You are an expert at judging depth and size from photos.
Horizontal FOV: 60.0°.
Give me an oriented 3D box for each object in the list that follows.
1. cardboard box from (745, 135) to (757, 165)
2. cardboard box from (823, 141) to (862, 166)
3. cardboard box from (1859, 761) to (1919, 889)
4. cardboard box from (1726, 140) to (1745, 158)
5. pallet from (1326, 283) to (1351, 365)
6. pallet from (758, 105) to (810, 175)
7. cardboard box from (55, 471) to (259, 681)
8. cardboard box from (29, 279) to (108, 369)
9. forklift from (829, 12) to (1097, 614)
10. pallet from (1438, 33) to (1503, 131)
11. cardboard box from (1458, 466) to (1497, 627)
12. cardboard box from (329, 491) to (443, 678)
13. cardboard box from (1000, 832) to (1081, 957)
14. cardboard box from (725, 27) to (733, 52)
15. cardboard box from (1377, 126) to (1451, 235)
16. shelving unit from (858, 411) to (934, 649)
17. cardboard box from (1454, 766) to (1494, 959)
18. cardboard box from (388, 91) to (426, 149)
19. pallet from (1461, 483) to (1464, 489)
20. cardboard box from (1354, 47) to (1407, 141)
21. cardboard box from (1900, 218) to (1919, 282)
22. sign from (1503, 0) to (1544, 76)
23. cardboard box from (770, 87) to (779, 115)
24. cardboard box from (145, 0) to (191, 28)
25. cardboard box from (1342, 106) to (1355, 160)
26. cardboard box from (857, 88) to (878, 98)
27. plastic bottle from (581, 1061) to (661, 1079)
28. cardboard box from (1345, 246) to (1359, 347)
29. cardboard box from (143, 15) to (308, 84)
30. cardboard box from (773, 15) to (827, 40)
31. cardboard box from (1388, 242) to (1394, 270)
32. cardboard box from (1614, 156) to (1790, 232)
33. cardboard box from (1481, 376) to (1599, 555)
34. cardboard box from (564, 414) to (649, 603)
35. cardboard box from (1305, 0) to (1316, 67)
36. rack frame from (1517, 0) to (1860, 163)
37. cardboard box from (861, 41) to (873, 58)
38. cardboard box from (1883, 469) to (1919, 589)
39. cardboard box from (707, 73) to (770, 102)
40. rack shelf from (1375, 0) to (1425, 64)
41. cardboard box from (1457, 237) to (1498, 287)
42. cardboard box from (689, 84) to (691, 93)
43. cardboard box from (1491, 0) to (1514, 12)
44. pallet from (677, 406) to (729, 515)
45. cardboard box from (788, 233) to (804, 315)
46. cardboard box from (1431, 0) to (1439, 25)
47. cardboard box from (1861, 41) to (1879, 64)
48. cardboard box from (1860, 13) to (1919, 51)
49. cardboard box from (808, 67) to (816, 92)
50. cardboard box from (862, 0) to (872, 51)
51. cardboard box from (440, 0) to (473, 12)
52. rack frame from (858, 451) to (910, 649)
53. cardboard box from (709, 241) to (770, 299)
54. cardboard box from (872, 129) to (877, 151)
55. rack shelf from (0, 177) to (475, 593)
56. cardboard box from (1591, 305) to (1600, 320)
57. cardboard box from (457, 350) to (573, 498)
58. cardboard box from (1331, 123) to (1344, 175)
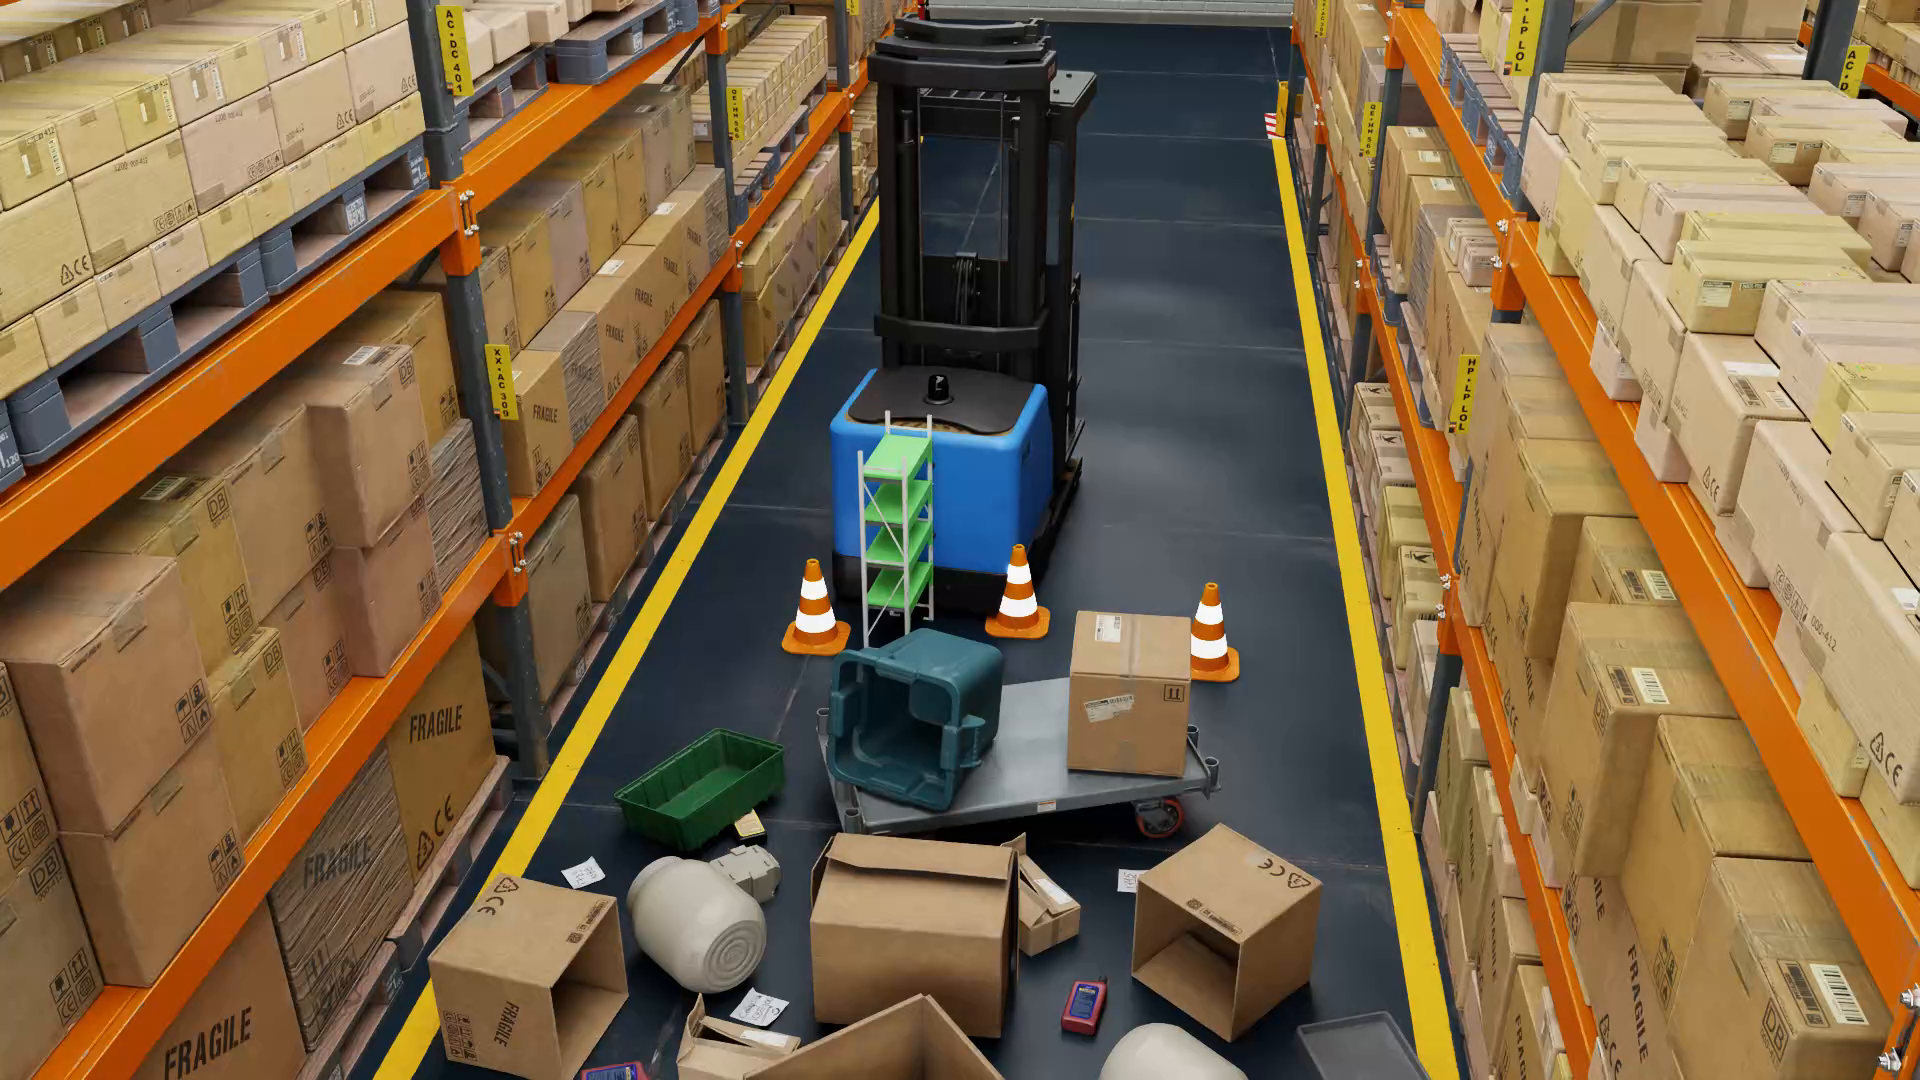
[{"bbox_3d":[-1.610,-2.668,11.361,0.380,0.149,0.250,5,29,9],"label":"cardboard box"},{"bbox_3d":[-1.100,-3.492,15.005,0.380,0.149,0.250,5,29,9],"label":"cardboard box"},{"bbox_3d":[1.780,0.471,2.816,0.380,0.149,0.250,3,29,6],"label":"cardboard box"},{"bbox_3d":[2.717,-1.179,5.458,0.500,0.250,0.500,3,28,6],"label":"cardboard box"},{"bbox_3d":[3.318,-1.613,12.521,1.003,0.211,1.213,3,28,6],"label":"pallet"},{"bbox_3d":[-1.729,-2.991,12.341,1.003,0.211,1.213,3,28,6],"label":"pallet"},{"bbox_3d":[-2.712,0.134,5.042,0.875,0.550,0.500,3,28,6],"label":"cardboard box"},{"bbox_3d":[-2.396,-0.551,4.164,0.380,0.149,0.250,3,28,6],"label":"cardboard box"},{"bbox_3d":[0.146,-1.578,9.589,1.130,2.935,3.031,6,29,12],"label":"forklift"},{"bbox_3d":[2.810,-2.029,7.388,1.213,0.211,1.003,3,28,6],"label":"pallet"},{"bbox_3d":[2.174,-0.002,6.172,0.500,0.500,0.500,3,28,6],"label":"cardboard box"},{"bbox_3d":[-2.499,0.110,6.224,0.875,0.550,0.550,3,28,6],"label":"cardboard box"},{"bbox_3d":[0.275,1.444,6.789,0.258,0.266,0.396,-17,33,-29],"label":"cardboard box"},{"bbox_3d":[-2.007,-3.949,13.113,0.380,0.149,0.250,4,29,7],"label":"cardboard box"},{"bbox_3d":[2.710,-2.062,9.554,0.500,0.500,0.500,3,28,5],"label":"cardboard box"},{"bbox_3d":[-0.317,0.001,8.482,0.258,1.200,0.503,6,29,12],"label":"shelving unit"},{"bbox_3d":[2.110,1.192,6.040,0.500,0.500,0.500,4,29,8],"label":"cardboard box"},{"bbox_3d":[-2.148,-1.507,5.939,0.380,0.149,0.250,3,28,6],"label":"cardboard box"},{"bbox_3d":[2.743,-0.285,7.319,1.003,0.211,1.213,3,28,6],"label":"pallet"},{"bbox_3d":[2.853,-2.886,10.784,0.500,0.500,0.500,4,29,7],"label":"cardboard box"},{"bbox_3d":[2.587,-0.682,4.114,0.380,0.149,0.250,4,29,7],"label":"cardboard box"},{"bbox_3d":[1.953,-1.770,5.750,0.100,0.325,0.005,3,28,6],"label":"sign"},{"bbox_3d":[-1.516,-3.168,11.977,0.380,0.149,0.250,3,28,6],"label":"cardboard box"},{"bbox_3d":[-2.833,-1.776,5.598,0.380,0.149,0.250,3,28,6],"label":"cardboard box"},{"bbox_3d":[2.903,-2.781,11.381,0.500,0.250,0.500,3,28,5],"label":"cardboard box"},{"bbox_3d":[-0.852,-4.472,16.824,0.380,0.149,0.250,2,28,4],"label":"cardboard box"},{"bbox_3d":[-1.229,1.966,6.037,0.283,0.061,0.133,-6,29,-11],"label":"plastic bottle"},{"bbox_3d":[3.275,-1.890,11.894,0.875,0.875,0.875,4,29,7],"label":"cardboard box"},{"bbox_3d":[-2.242,-1.503,5.090,0.380,0.149,0.250,4,29,7],"label":"cardboard box"},{"bbox_3d":[-1.296,-4.160,13.504,0.380,0.149,0.250,5,29,9],"label":"cardboard box"},{"bbox_3d":[2.623,-1.576,9.334,0.380,0.149,0.250,2,28,3],"label":"cardboard box"},{"bbox_3d":[2.059,-0.960,4.631,0.380,0.149,0.250,2,28,5],"label":"cardboard box"},{"bbox_3d":[2.151,-0.200,5.485,0.700,0.500,0.500,4,29,6],"label":"cardboard box"},{"bbox_3d":[-2.312,-0.204,8.895,1.050,0.750,0.750,3,28,6],"label":"cardboard box"},{"bbox_3d":[3.392,-4.541,14.911,0.500,0.500,0.500,3,28,5],"label":"cardboard box"},{"bbox_3d":[2.504,-2.659,5.198,1.000,3.000,0.127,3,28,6],"label":"rack frame"},{"bbox_3d":[-1.007,-4.525,15.251,0.380,0.149,0.250,4,29,7],"label":"cardboard box"},{"bbox_3d":[1.833,0.008,2.834,0.380,0.149,0.250,4,29,7],"label":"cardboard box"},{"bbox_3d":[-1.553,-3.177,11.680,0.380,0.149,0.250,5,29,9],"label":"cardboard box"},{"bbox_3d":[3.240,-3.846,11.323,1.077,0.370,4.000,3,28,6],"label":"rack shelf"},{"bbox_3d":[2.408,-1.219,7.304,0.380,0.149,0.250,3,28,5],"label":"cardboard box"},{"bbox_3d":[-2.166,-3.213,12.059,0.380,0.149,0.250,4,29,7],"label":"cardboard box"},{"bbox_3d":[2.552,-2.439,7.141,0.500,0.250,0.500,4,29,7],"label":"cardboard box"},{"bbox_3d":[-2.102,-0.547,10.542,1.003,0.211,1.213,3,28,6],"label":"pallet"},{"bbox_3d":[-1.474,-2.022,12.534,0.500,0.500,0.500,3,28,5],"label":"cardboard box"},{"bbox_3d":[2.756,-2.904,8.956,0.396,0.266,0.258,3,28,6],"label":"cardboard box"},{"bbox_3d":[8.370,-4.402,15.023,0.380,0.149,0.250,4,29,7],"label":"cardboard box"},{"bbox_3d":[8.417,-4.529,14.838,0.500,0.250,0.500,3,28,5],"label":"cardboard box"},{"bbox_3d":[-1.356,-3.660,13.204,0.380,0.149,0.250,3,28,6],"label":"cardboard box"},{"bbox_3d":[-1.076,-4.651,14.801,0.500,0.500,0.500,3,28,6],"label":"cardboard box"},{"bbox_3d":[-2.488,-2.336,7.370,0.500,0.250,0.500,3,28,6],"label":"cardboard box"},{"bbox_3d":[-0.374,0.114,8.273,0.240,1.200,0.015,6,29,12],"label":"rack frame"},{"bbox_3d":[-1.606,-1.866,11.453,0.500,0.250,0.500,2,28,4],"label":"cardboard box"},{"bbox_3d":[-0.956,-3.848,15.979,0.380,0.149,0.250,3,28,6],"label":"cardboard box"},{"bbox_3d":[-2.666,-0.321,4.778,1.077,0.370,4.000,3,28,6],"label":"rack shelf"},{"bbox_3d":[2.144,-0.737,5.058,0.380,0.149,0.250,4,29,8],"label":"cardboard box"},{"bbox_3d":[-2.089,-0.534,7.473,0.500,0.500,0.500,4,29,7],"label":"cardboard box"},{"bbox_3d":[2.958,-2.807,11.956,0.500,0.250,0.500,3,28,5],"label":"cardboard box"}]
